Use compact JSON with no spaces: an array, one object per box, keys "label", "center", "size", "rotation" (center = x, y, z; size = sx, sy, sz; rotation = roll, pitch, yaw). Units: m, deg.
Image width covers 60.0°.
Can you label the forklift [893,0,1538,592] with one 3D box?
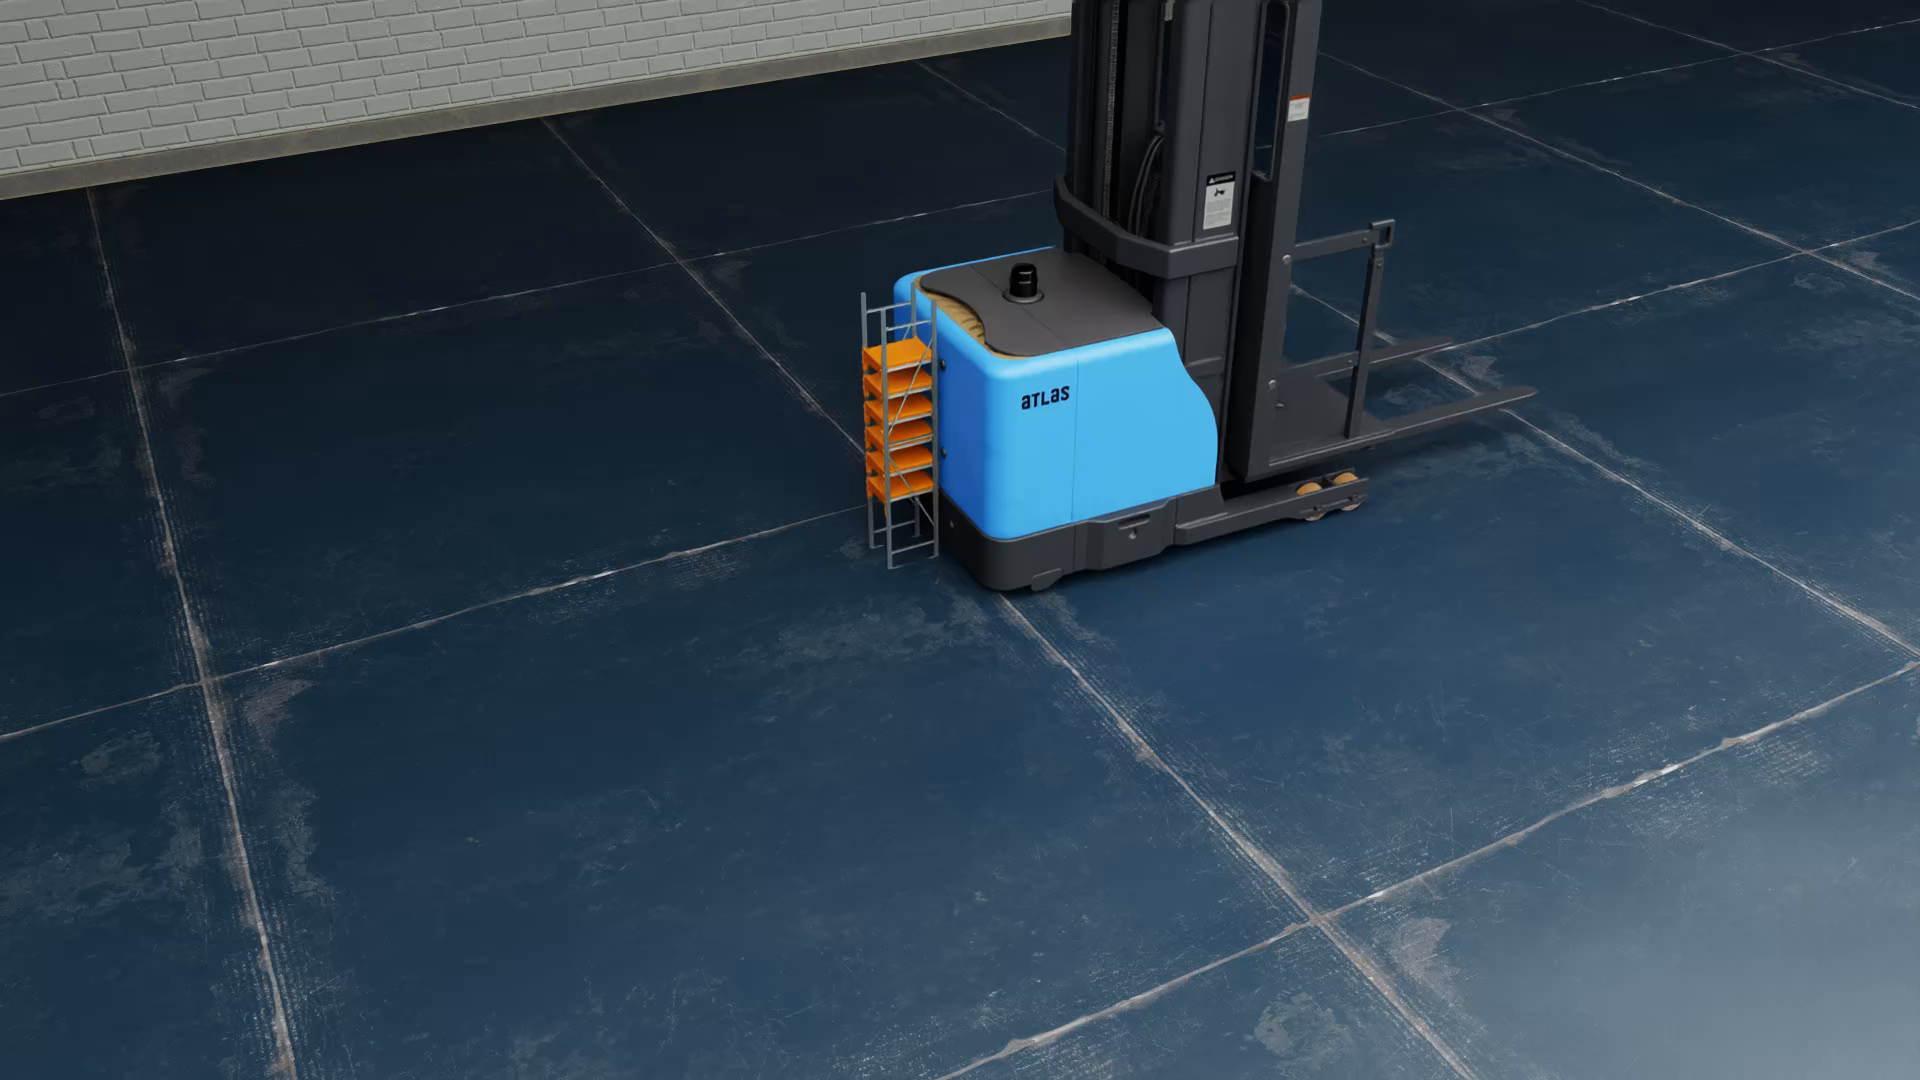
[{"label":"forklift","center":[1.260,-1.560,6.968],"size":[3.031,2.935,1.130],"rotation":[-15,35,-22]}]

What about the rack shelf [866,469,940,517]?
[{"label":"rack shelf","center":[-0.242,-0.211,6.994],"size":[0.258,0.103,0.180],"rotation":[-16,36,-23]}]

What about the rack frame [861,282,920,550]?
[{"label":"rack frame","center":[-0.284,-0.494,6.909],"size":[0.240,1.200,0.006],"rotation":[-16,36,-23]}]

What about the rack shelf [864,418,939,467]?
[{"label":"rack shelf","center":[-0.242,-0.413,6.865],"size":[0.258,0.103,0.180],"rotation":[-16,36,-23]}]

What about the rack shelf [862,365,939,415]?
[{"label":"rack shelf","center":[-0.242,-0.615,6.735],"size":[0.258,0.103,0.180],"rotation":[-16,36,-23]}]

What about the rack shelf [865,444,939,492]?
[{"label":"rack shelf","center":[-0.242,-0.312,6.929],"size":[0.258,0.103,0.180],"rotation":[-16,36,-23]}]

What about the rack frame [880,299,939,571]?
[{"label":"rack frame","center":[-0.199,-0.406,6.772],"size":[0.240,1.200,0.006],"rotation":[-16,36,-23]}]

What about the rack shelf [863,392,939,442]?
[{"label":"rack shelf","center":[-0.242,-0.514,6.800],"size":[0.258,0.103,0.180],"rotation":[-16,36,-23]}]

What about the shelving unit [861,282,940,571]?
[{"label":"shelving unit","center":[-0.242,-0.450,6.841],"size":[0.258,1.200,0.189],"rotation":[-16,36,-23]}]

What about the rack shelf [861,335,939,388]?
[{"label":"rack shelf","center":[-0.242,-0.716,6.670],"size":[0.258,0.103,0.180],"rotation":[-16,36,-23]}]
